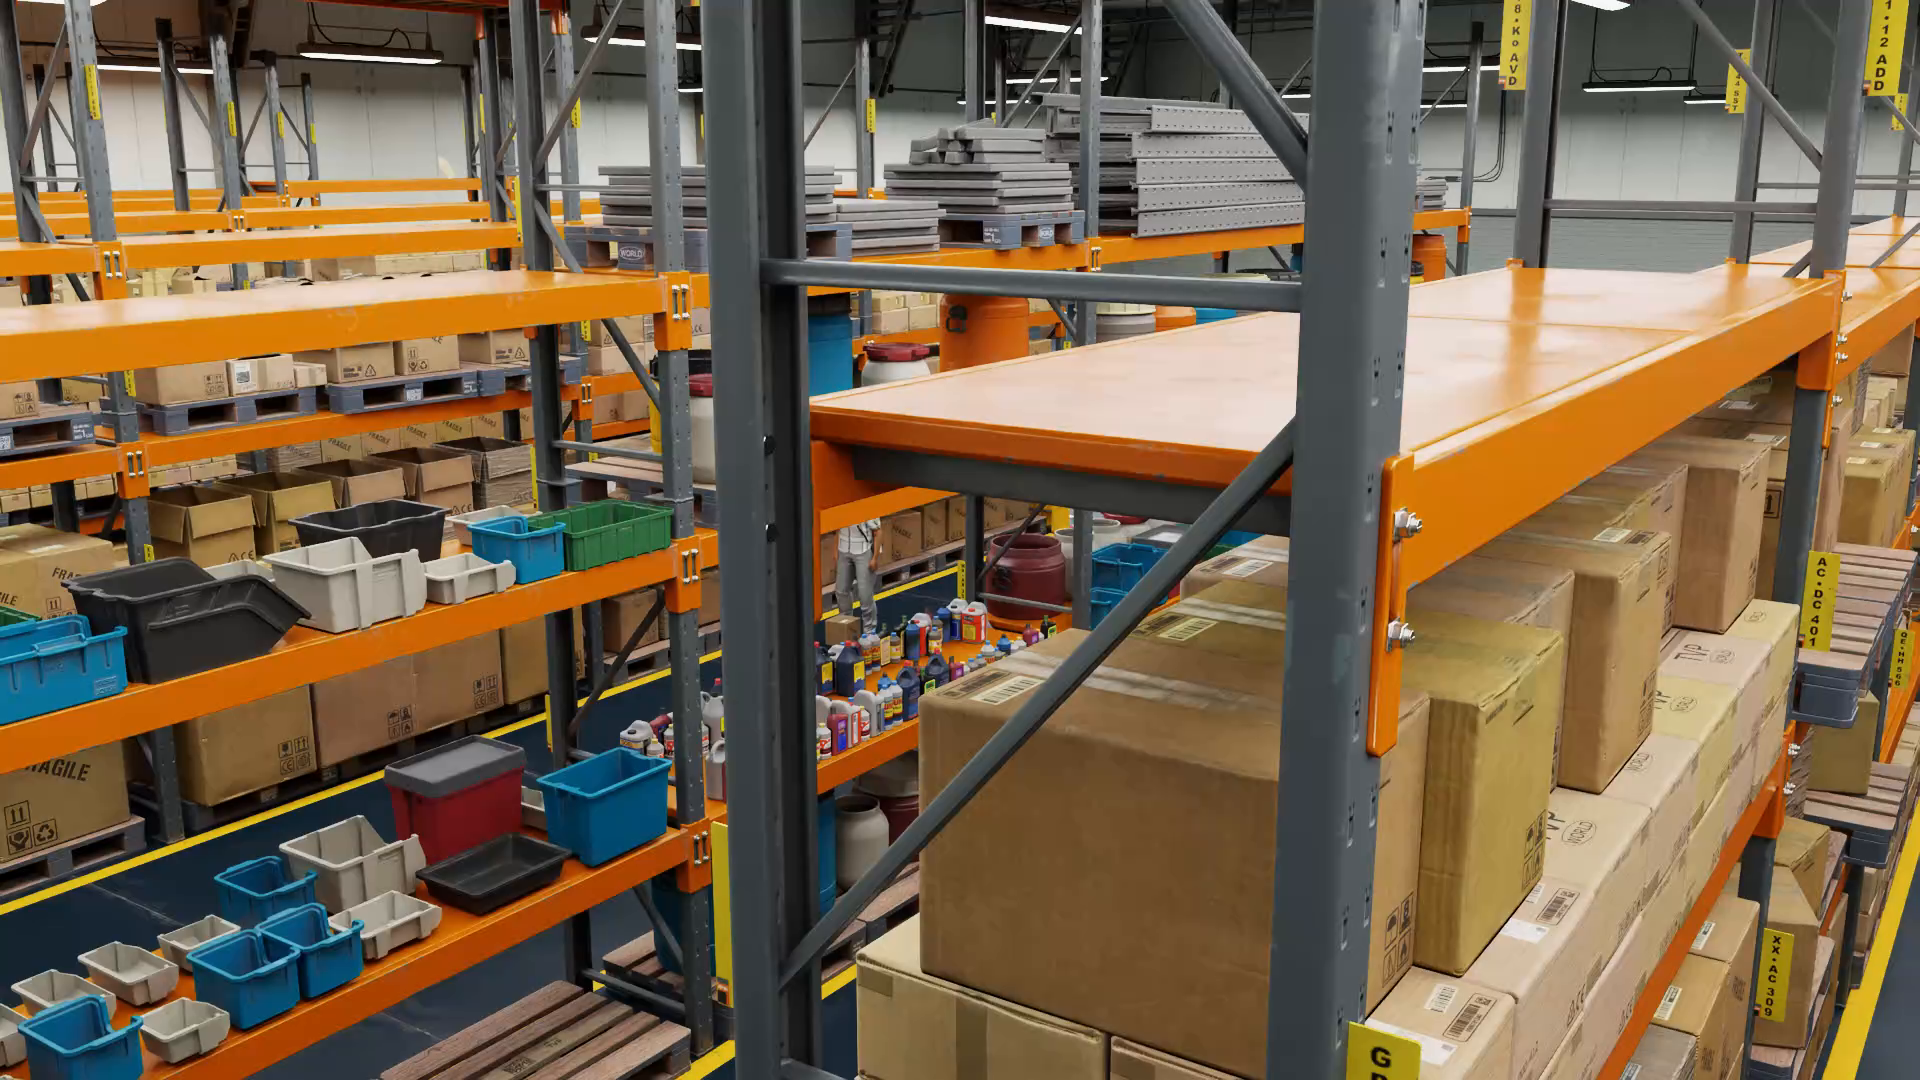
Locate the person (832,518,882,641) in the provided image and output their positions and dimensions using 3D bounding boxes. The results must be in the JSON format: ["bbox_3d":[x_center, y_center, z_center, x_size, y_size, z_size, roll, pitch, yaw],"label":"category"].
[{"bbox_3d":[-1.026,0.163,16.268,0.550,1.666,0.473,8,15,32],"label":"person"}]
